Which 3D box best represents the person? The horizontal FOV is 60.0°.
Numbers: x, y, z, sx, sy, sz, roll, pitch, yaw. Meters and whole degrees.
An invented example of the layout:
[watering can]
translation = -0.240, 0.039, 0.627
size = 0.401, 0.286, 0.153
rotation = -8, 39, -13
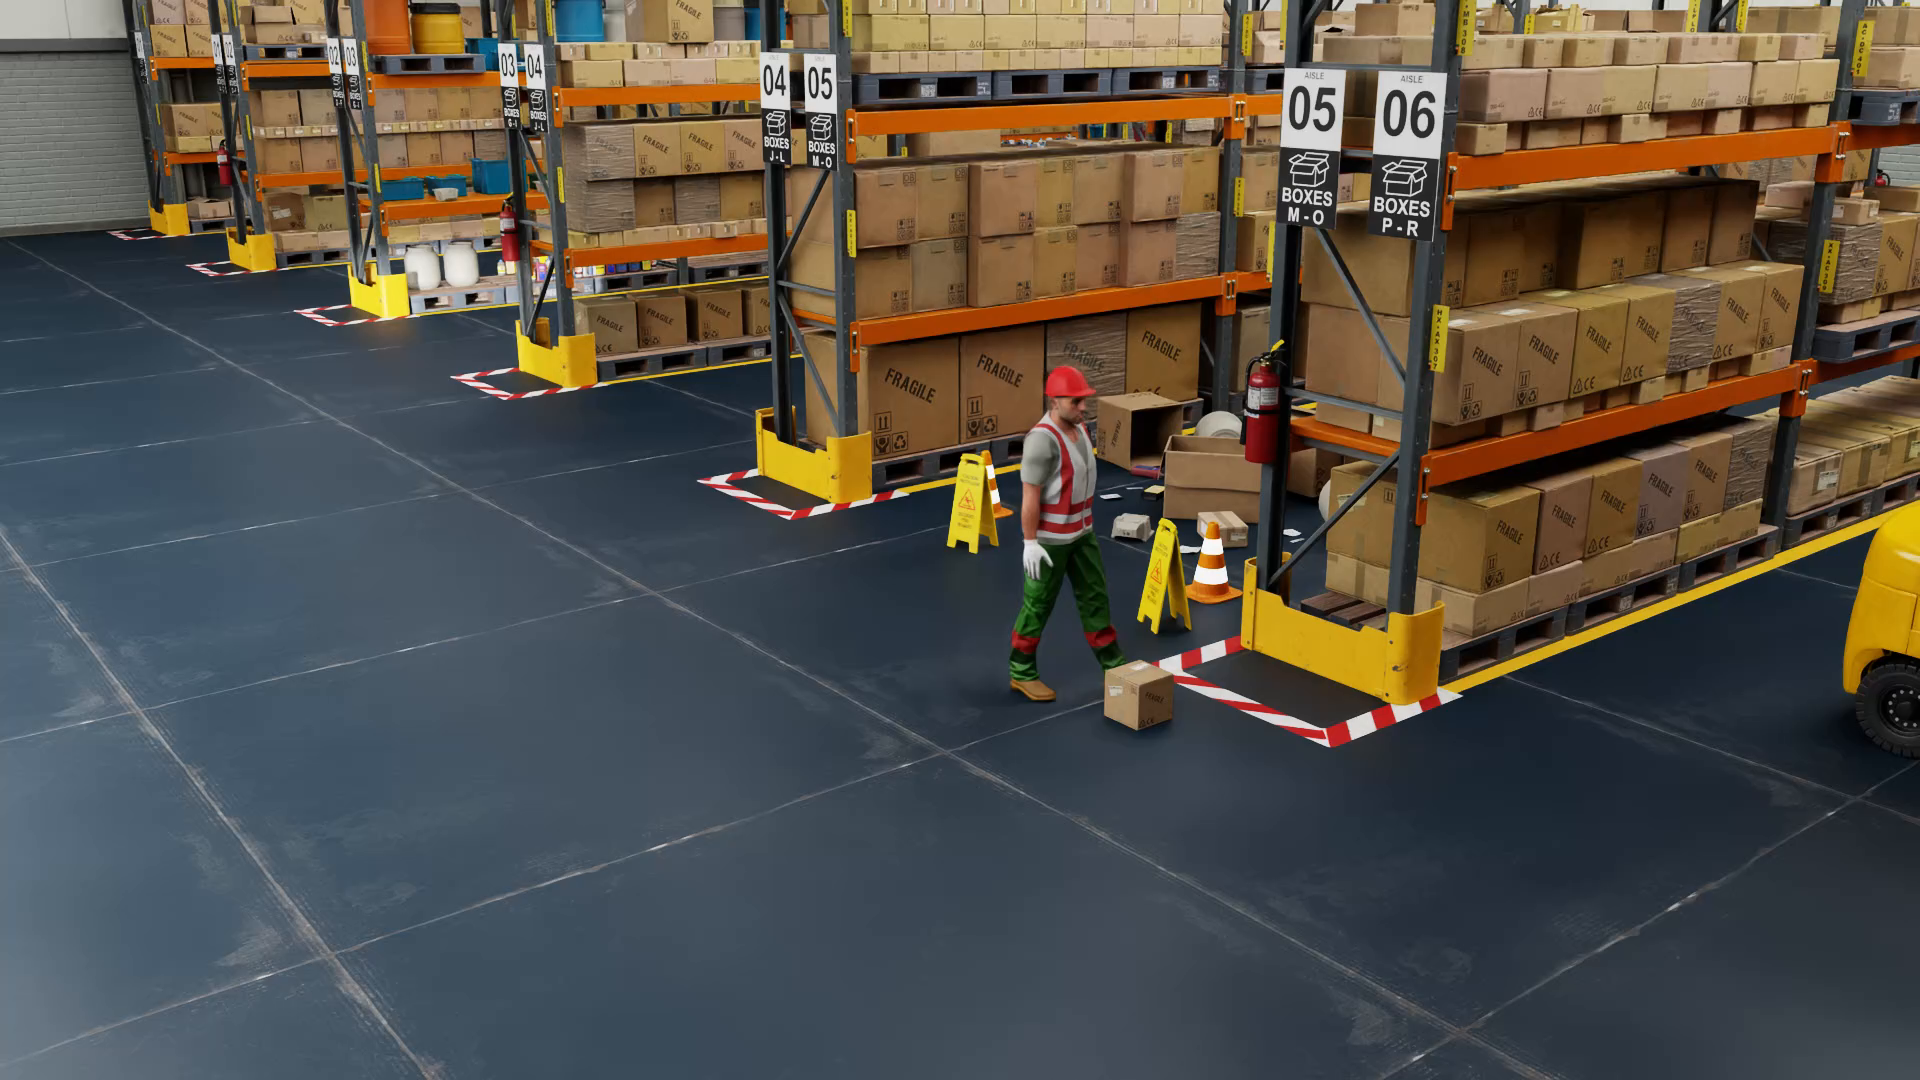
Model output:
[person]
translation = 0.620, -0.006, 8.518
size = 0.768, 1.779, 0.619
rotation = 11, 21, 32
